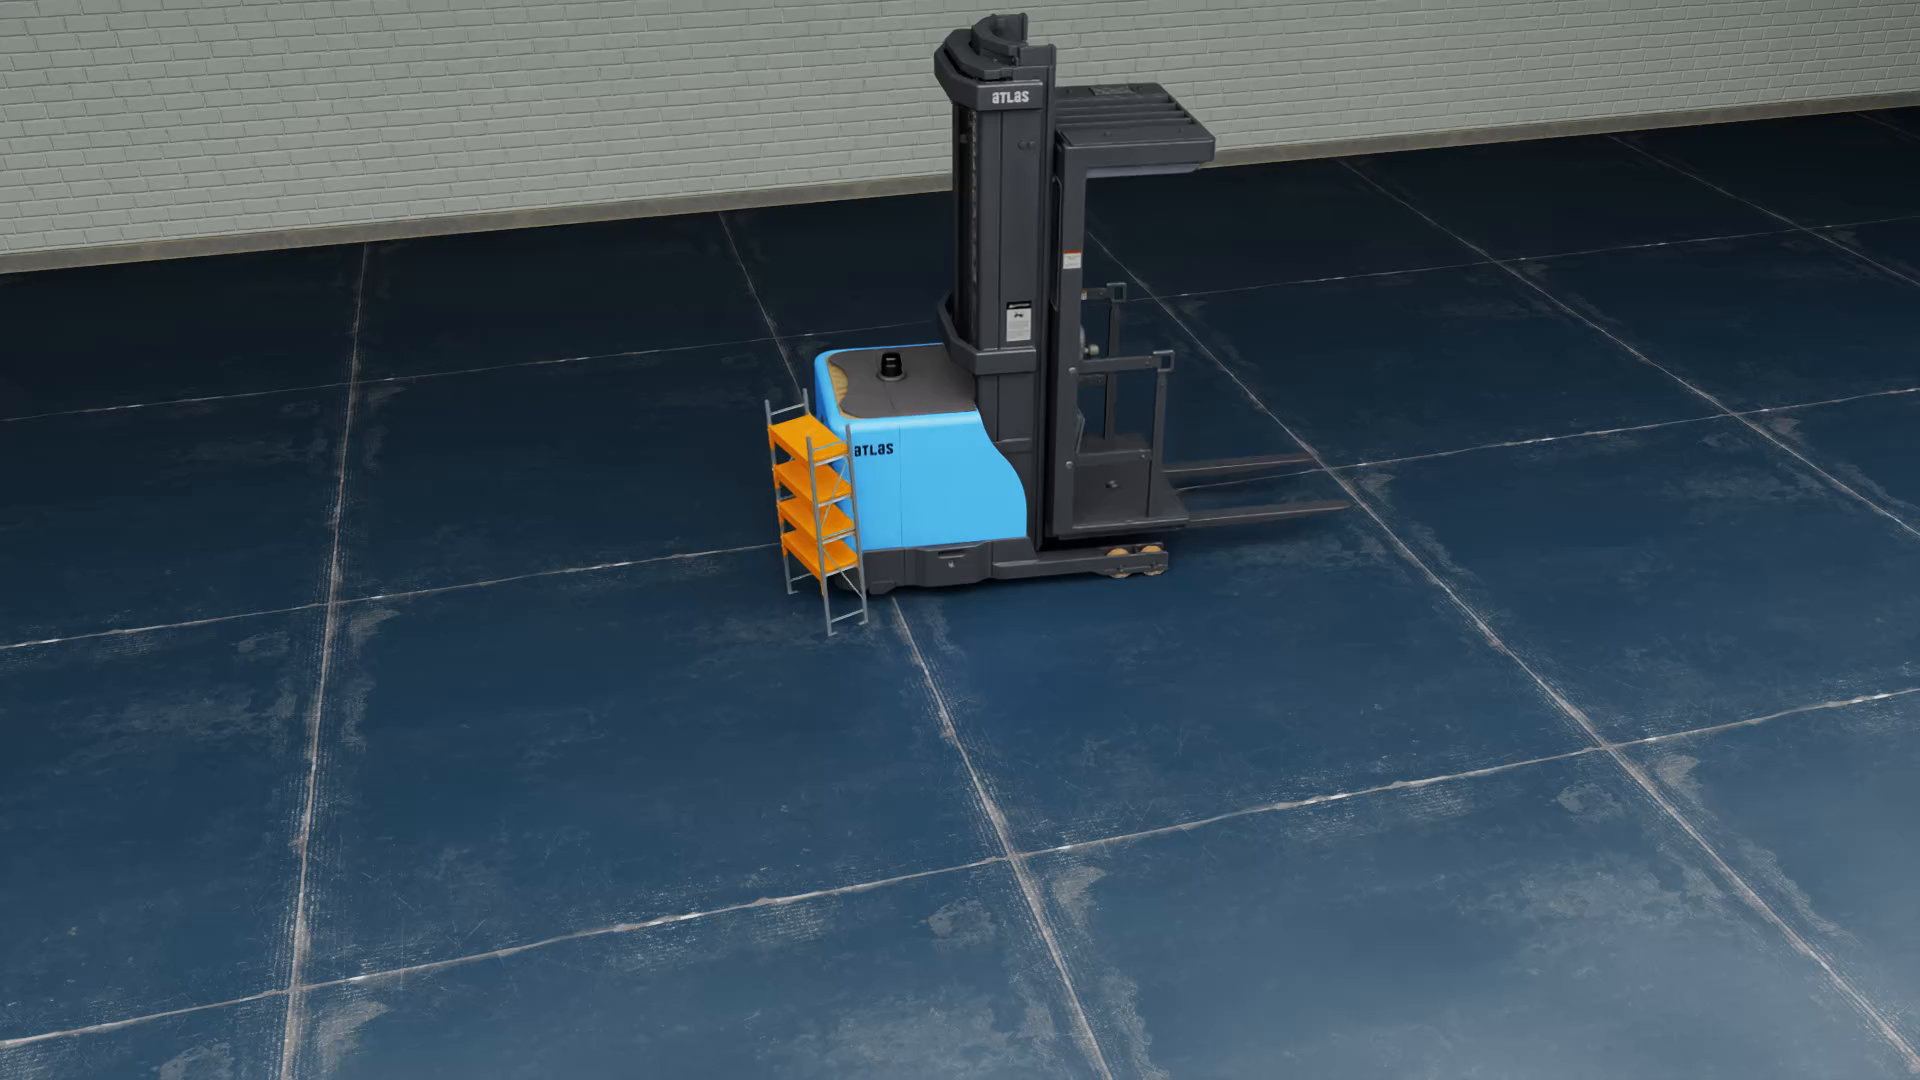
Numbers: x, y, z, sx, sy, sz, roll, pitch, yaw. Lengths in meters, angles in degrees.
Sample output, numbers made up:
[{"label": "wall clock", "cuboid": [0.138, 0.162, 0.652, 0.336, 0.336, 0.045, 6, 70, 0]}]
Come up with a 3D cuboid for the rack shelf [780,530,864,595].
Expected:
[{"label": "rack shelf", "cuboid": [-0.741, 0.086, 8.919, 0.258, 0.148, 0.480, -19, 35, -24]}]

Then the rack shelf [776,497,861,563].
[{"label": "rack shelf", "cuboid": [-0.750, -0.083, 8.815, 0.258, 0.148, 0.480, -19, 35, -24]}]

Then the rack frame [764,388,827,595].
[{"label": "rack frame", "cuboid": [-0.878, -0.245, 8.962, 0.240, 1.200, 0.015, -19, 35, -24]}]

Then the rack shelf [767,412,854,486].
[{"label": "rack shelf", "cuboid": [-0.772, -0.474, 8.574, 0.258, 0.148, 0.480, -19, 35, -24]}]

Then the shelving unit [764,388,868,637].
[{"label": "shelving unit", "cuboid": [-0.754, -0.140, 8.780, 0.258, 1.200, 0.503, -19, 35, -24]}]

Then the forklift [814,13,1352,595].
[{"label": "forklift", "cuboid": [0.725, -1.308, 9.085, 3.031, 2.935, 1.130, -5, 30, -8]}]

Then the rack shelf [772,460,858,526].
[{"label": "rack shelf", "cuboid": [-0.761, -0.273, 8.698, 0.258, 0.148, 0.480, -19, 35, -24]}]

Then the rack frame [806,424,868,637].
[{"label": "rack frame", "cuboid": [-0.629, -0.035, 8.599, 0.240, 1.200, 0.015, -19, 35, -24]}]
